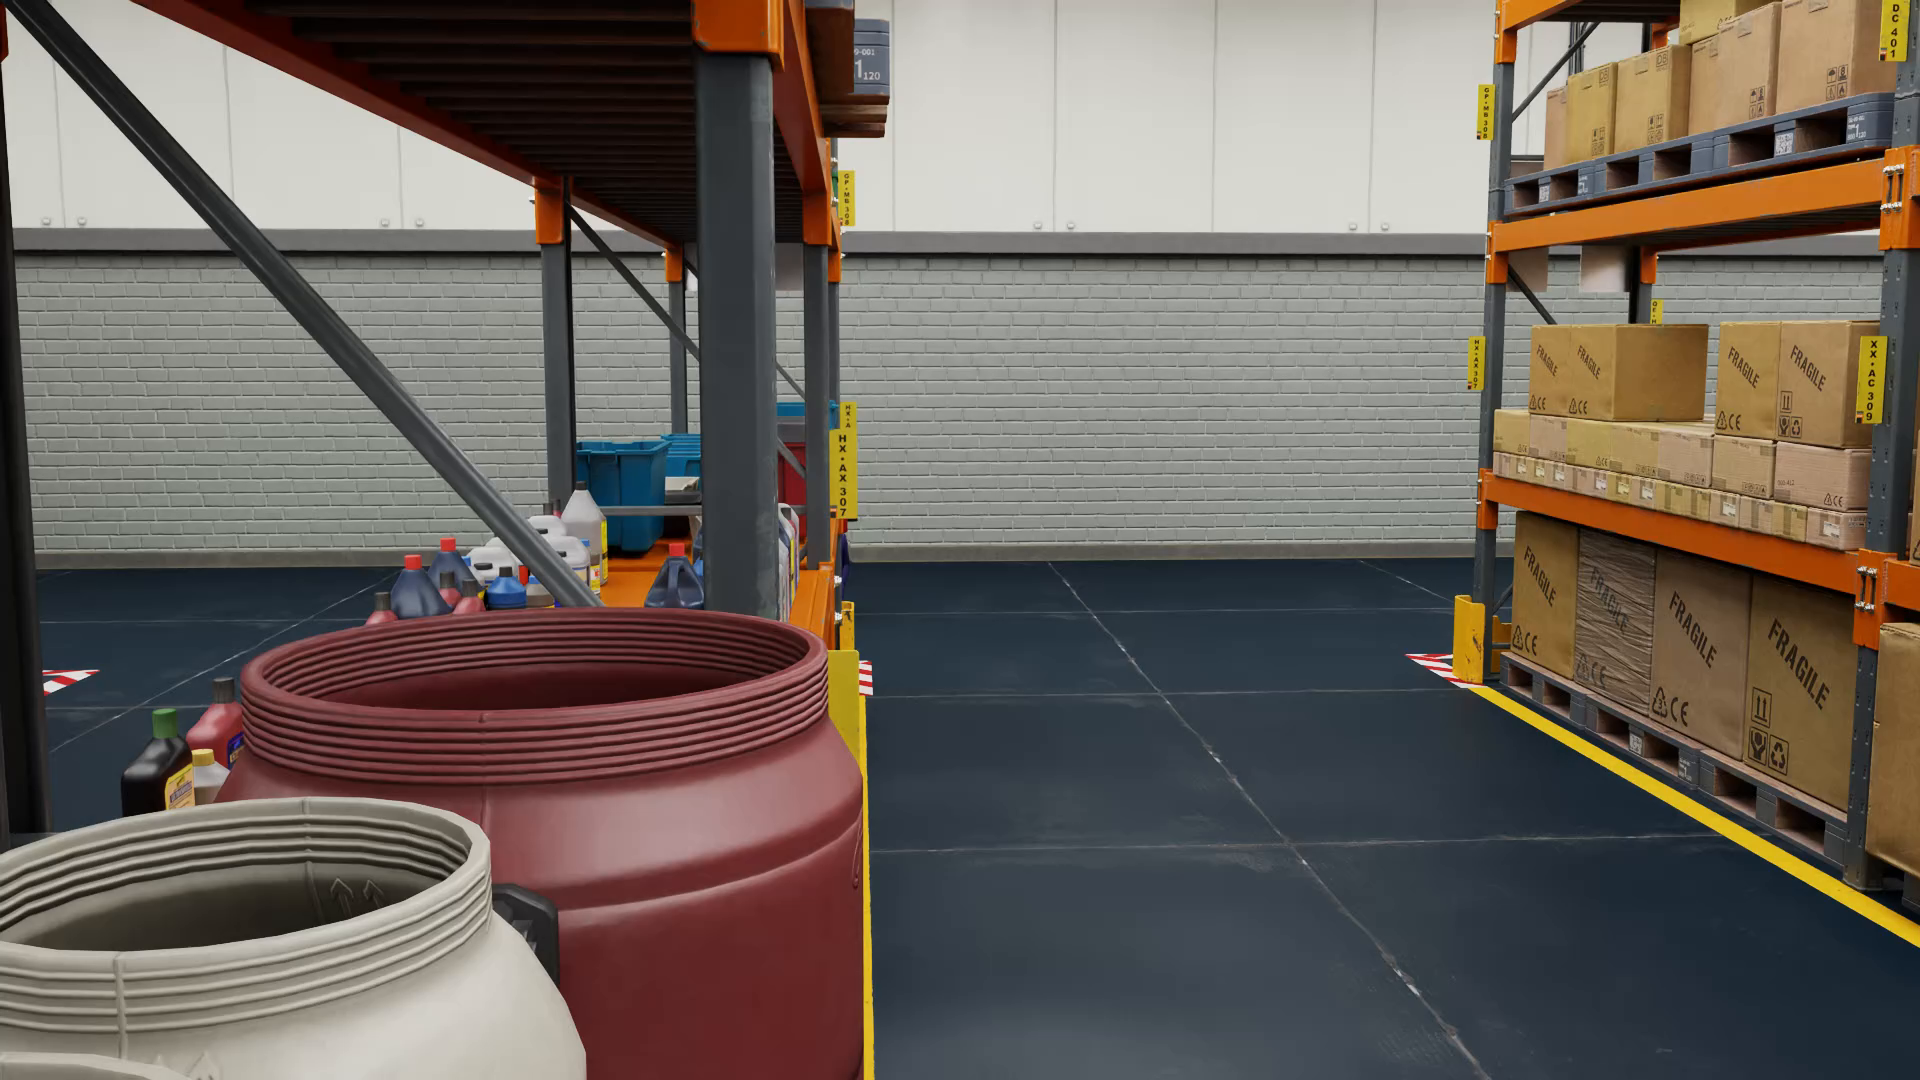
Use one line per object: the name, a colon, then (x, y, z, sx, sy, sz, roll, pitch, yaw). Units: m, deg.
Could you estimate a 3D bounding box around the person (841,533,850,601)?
person: (-1.086, 0.118, 12.661, 0.501, 0.970, 0.886, -1, 7, -6)
